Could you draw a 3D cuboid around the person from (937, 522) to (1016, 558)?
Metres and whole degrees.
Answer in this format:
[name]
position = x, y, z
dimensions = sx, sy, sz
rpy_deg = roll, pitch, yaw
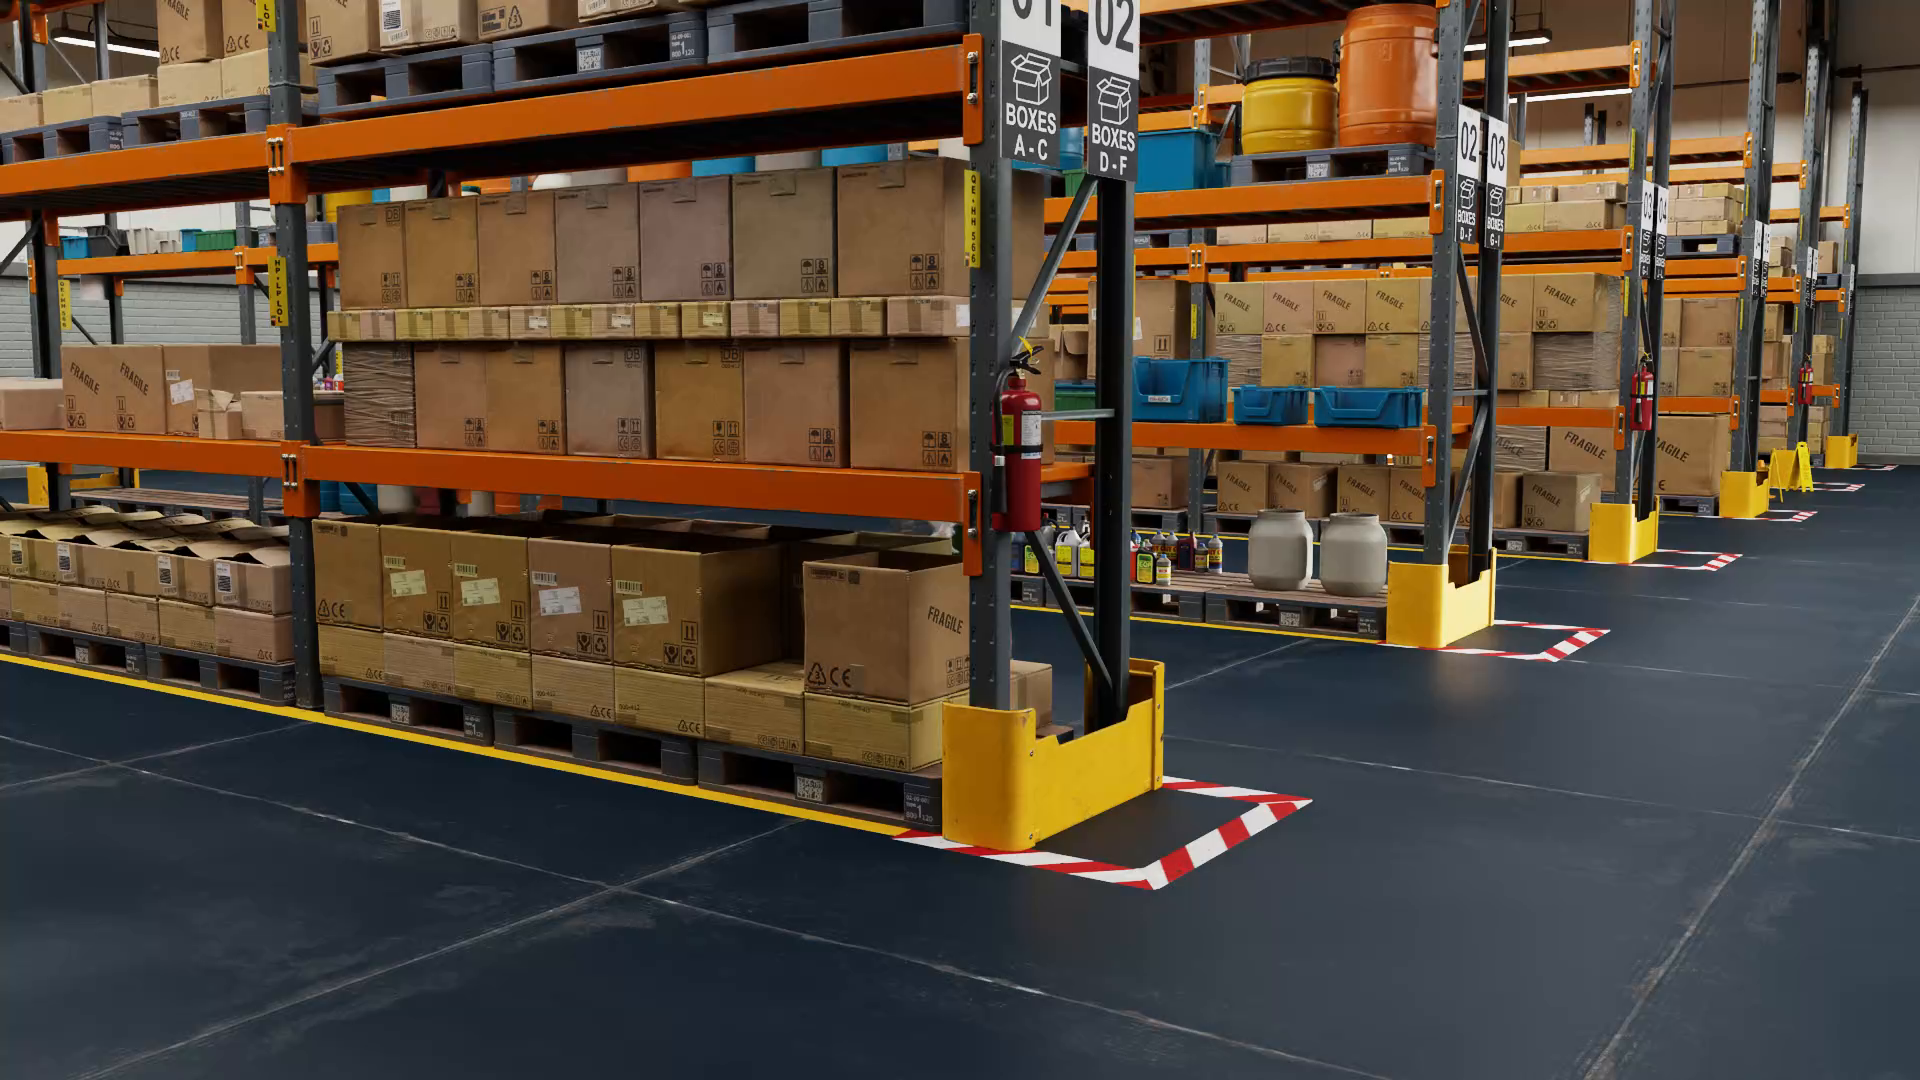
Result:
[person]
position = 0.059, -0.079, 8.286
dimensions = 0.565, 1.787, 0.638
rpy_deg = 4, 7, 33
